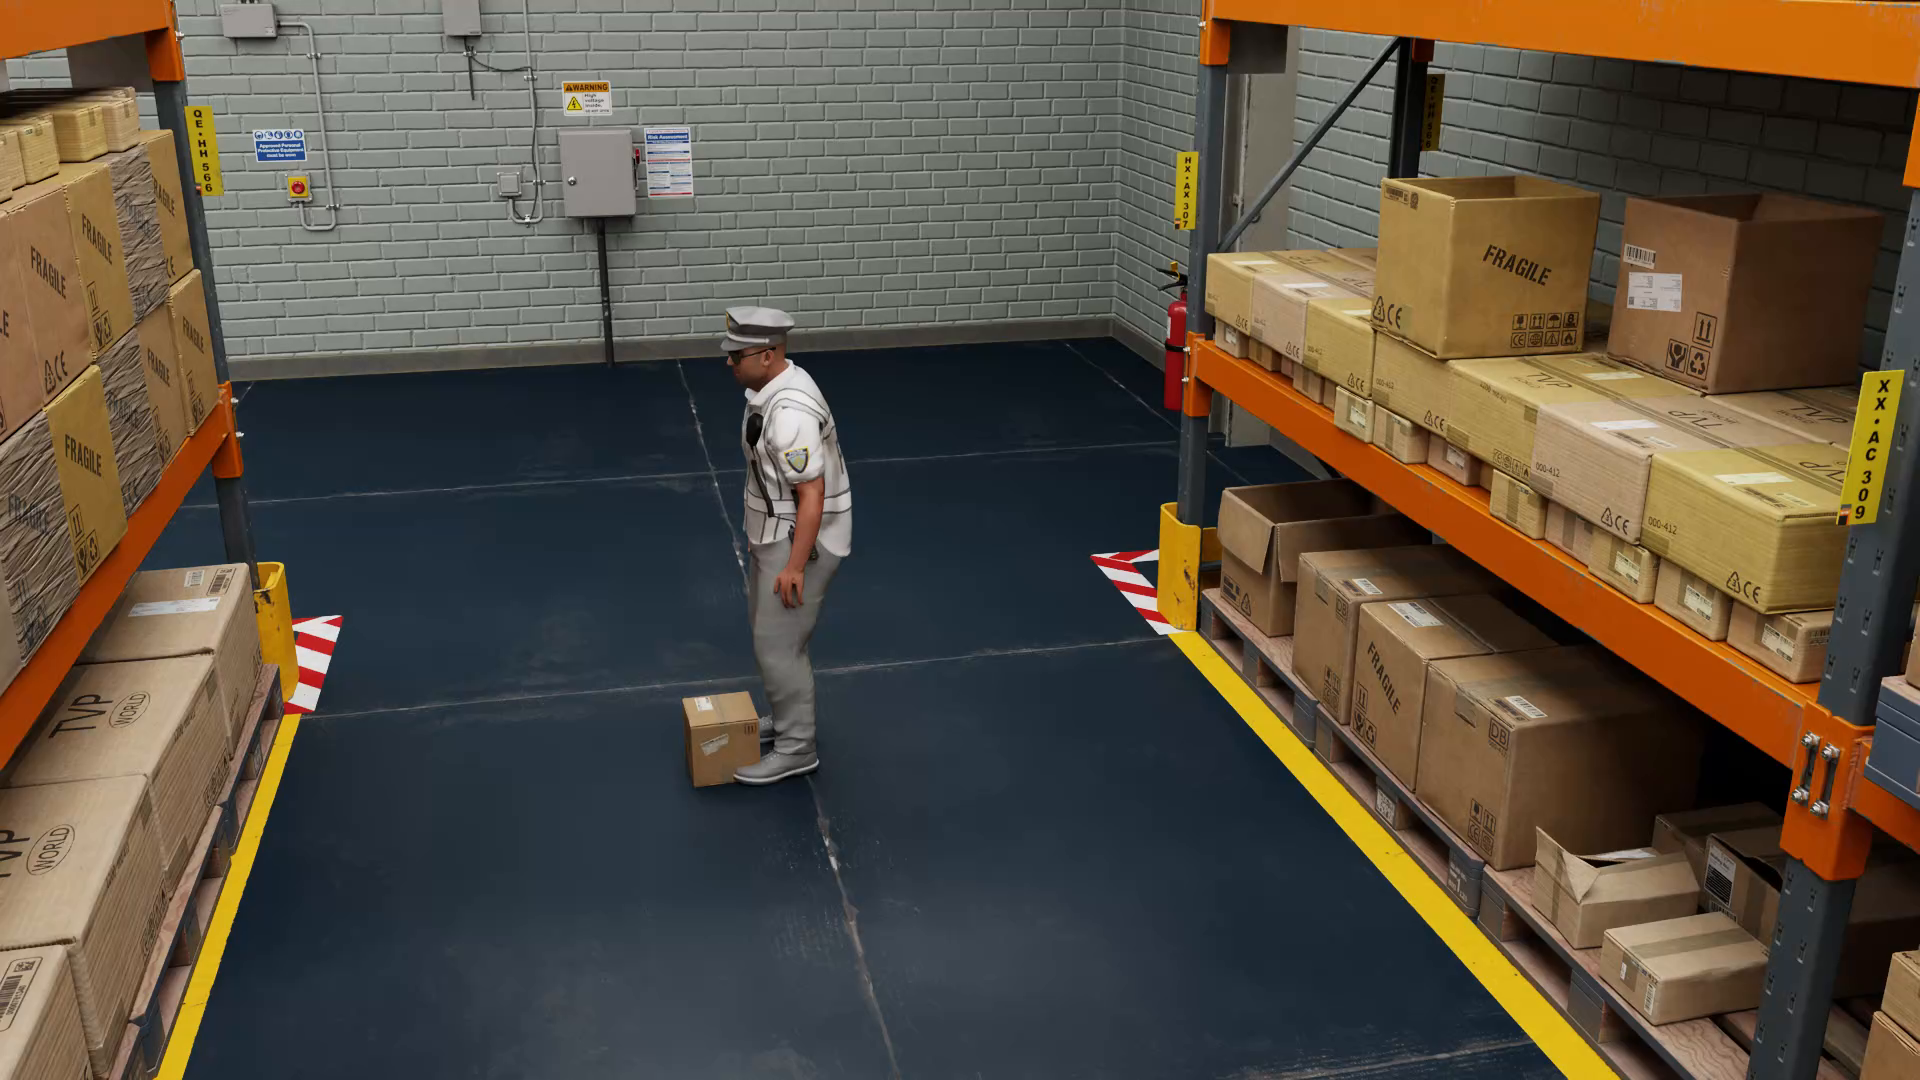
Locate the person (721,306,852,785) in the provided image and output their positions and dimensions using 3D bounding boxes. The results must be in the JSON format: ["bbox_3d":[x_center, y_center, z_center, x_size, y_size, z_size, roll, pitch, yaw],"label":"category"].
[{"bbox_3d":[-0.642,0.013,6.021,0.479,1.747,0.605,-6,20,-16],"label":"person"}]
